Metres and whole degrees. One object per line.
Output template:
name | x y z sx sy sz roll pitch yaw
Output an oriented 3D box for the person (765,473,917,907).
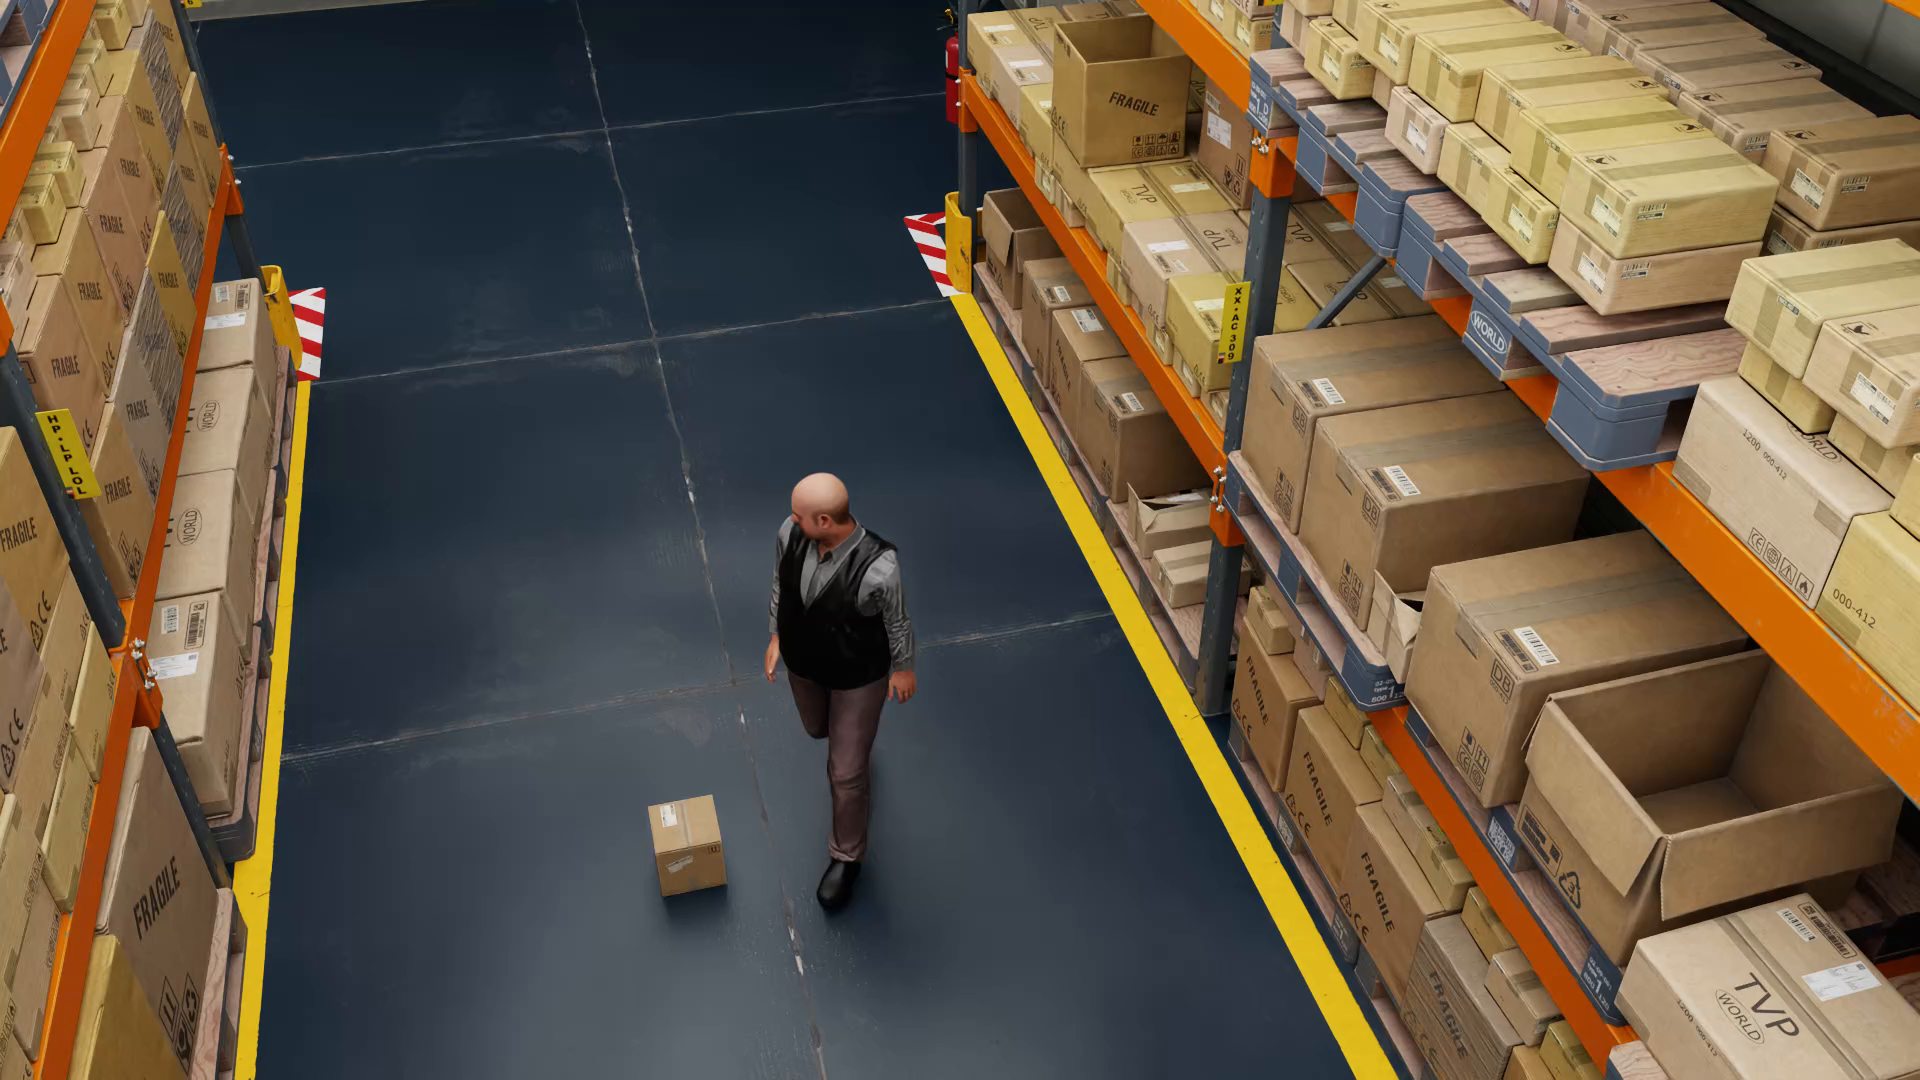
person | -0.468 0.463 6.142 0.561 1.698 0.846 21 42 24
